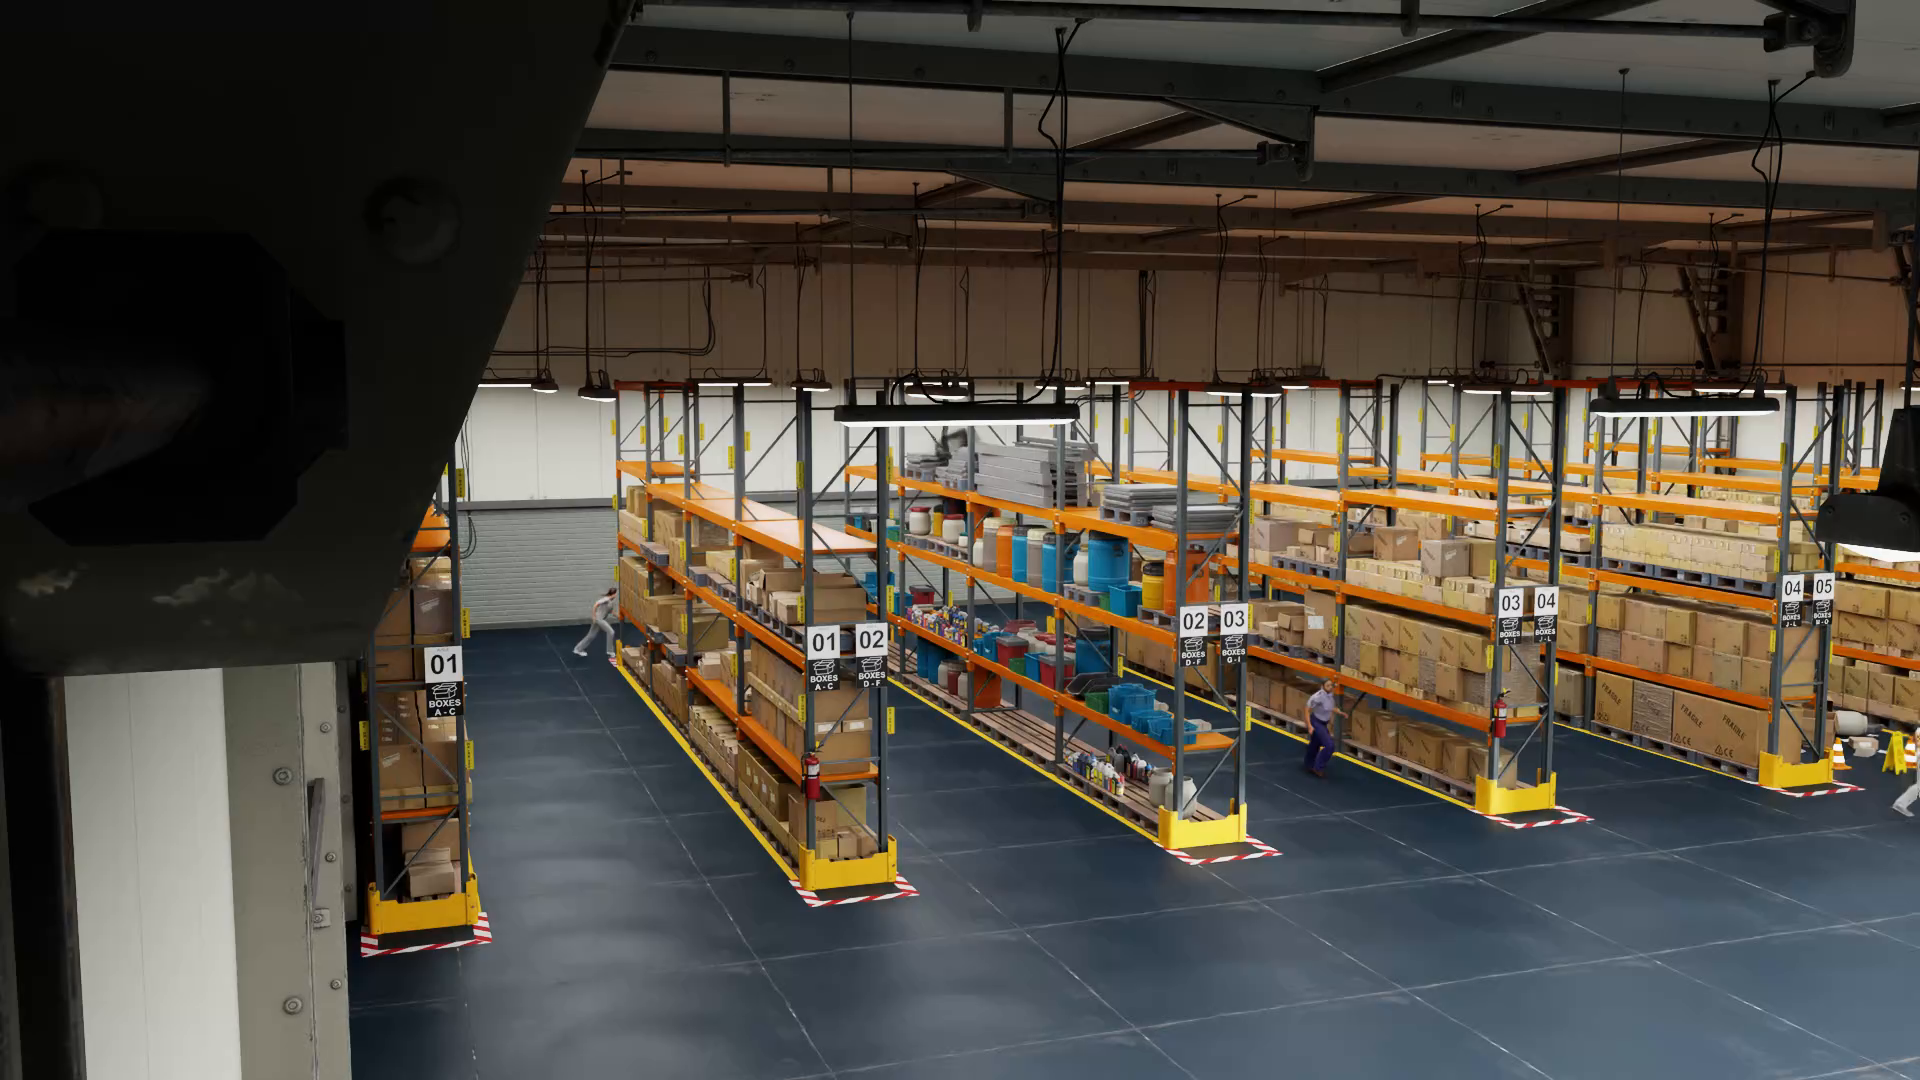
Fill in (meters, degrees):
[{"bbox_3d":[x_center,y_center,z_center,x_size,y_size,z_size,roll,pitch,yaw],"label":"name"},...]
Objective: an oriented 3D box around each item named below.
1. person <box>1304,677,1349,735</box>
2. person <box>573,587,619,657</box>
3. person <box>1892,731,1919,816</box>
[{"bbox_3d":[5.648,2.532,25.506,0.604,0.882,0.588,3,7,29],"label":"person"},{"bbox_3d":[-7.828,1.771,35.877,1.032,1.517,0.595,0,6,-2],"label":"person"},{"bbox_3d":[13.460,3.081,23.056,0.854,1.621,0.732,5,8,40],"label":"person"}]
